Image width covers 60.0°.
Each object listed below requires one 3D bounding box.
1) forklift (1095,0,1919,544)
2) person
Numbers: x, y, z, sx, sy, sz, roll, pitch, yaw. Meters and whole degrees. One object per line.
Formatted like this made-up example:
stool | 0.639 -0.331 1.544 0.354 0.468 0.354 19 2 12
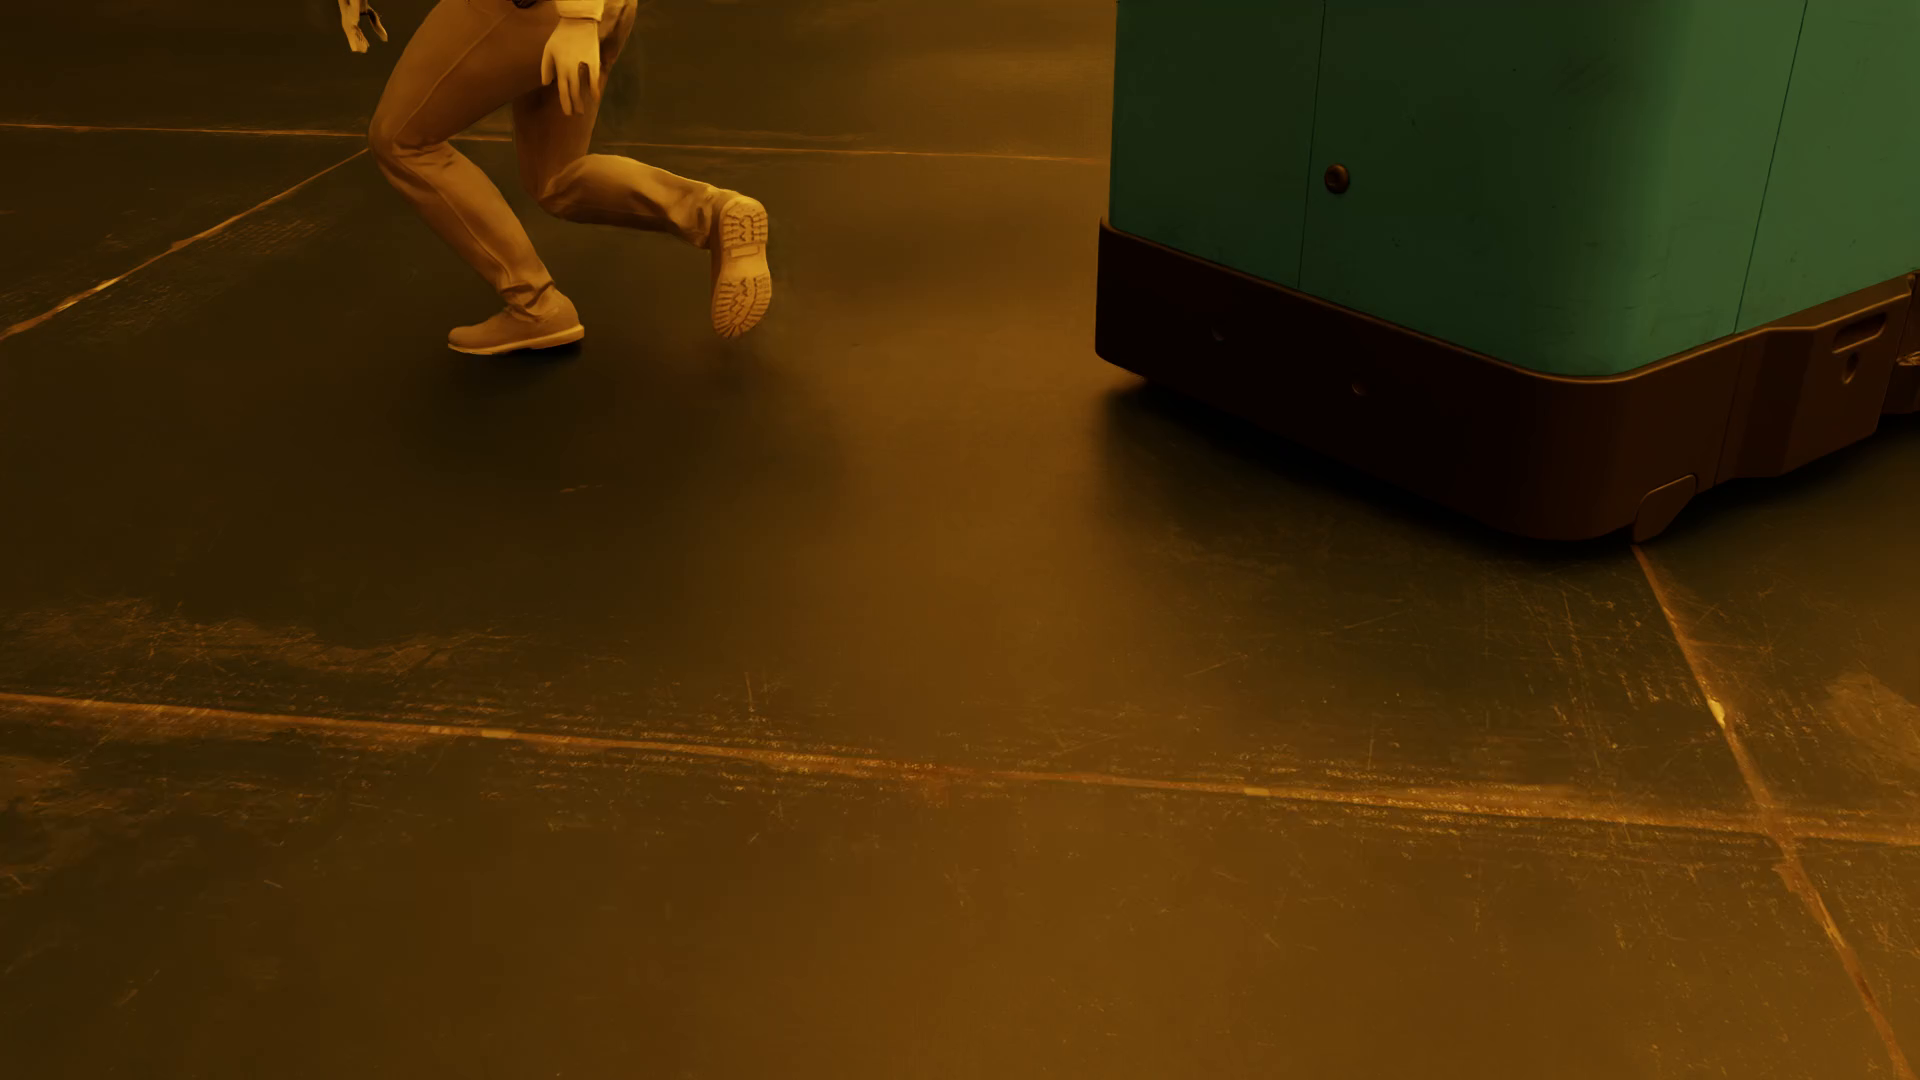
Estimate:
forklift | 1.735 -1.814 2.853 3.031 2.935 1.130 -18 32 -32
person | -0.747 -0.975 2.897 0.775 1.440 0.573 0 27 0
